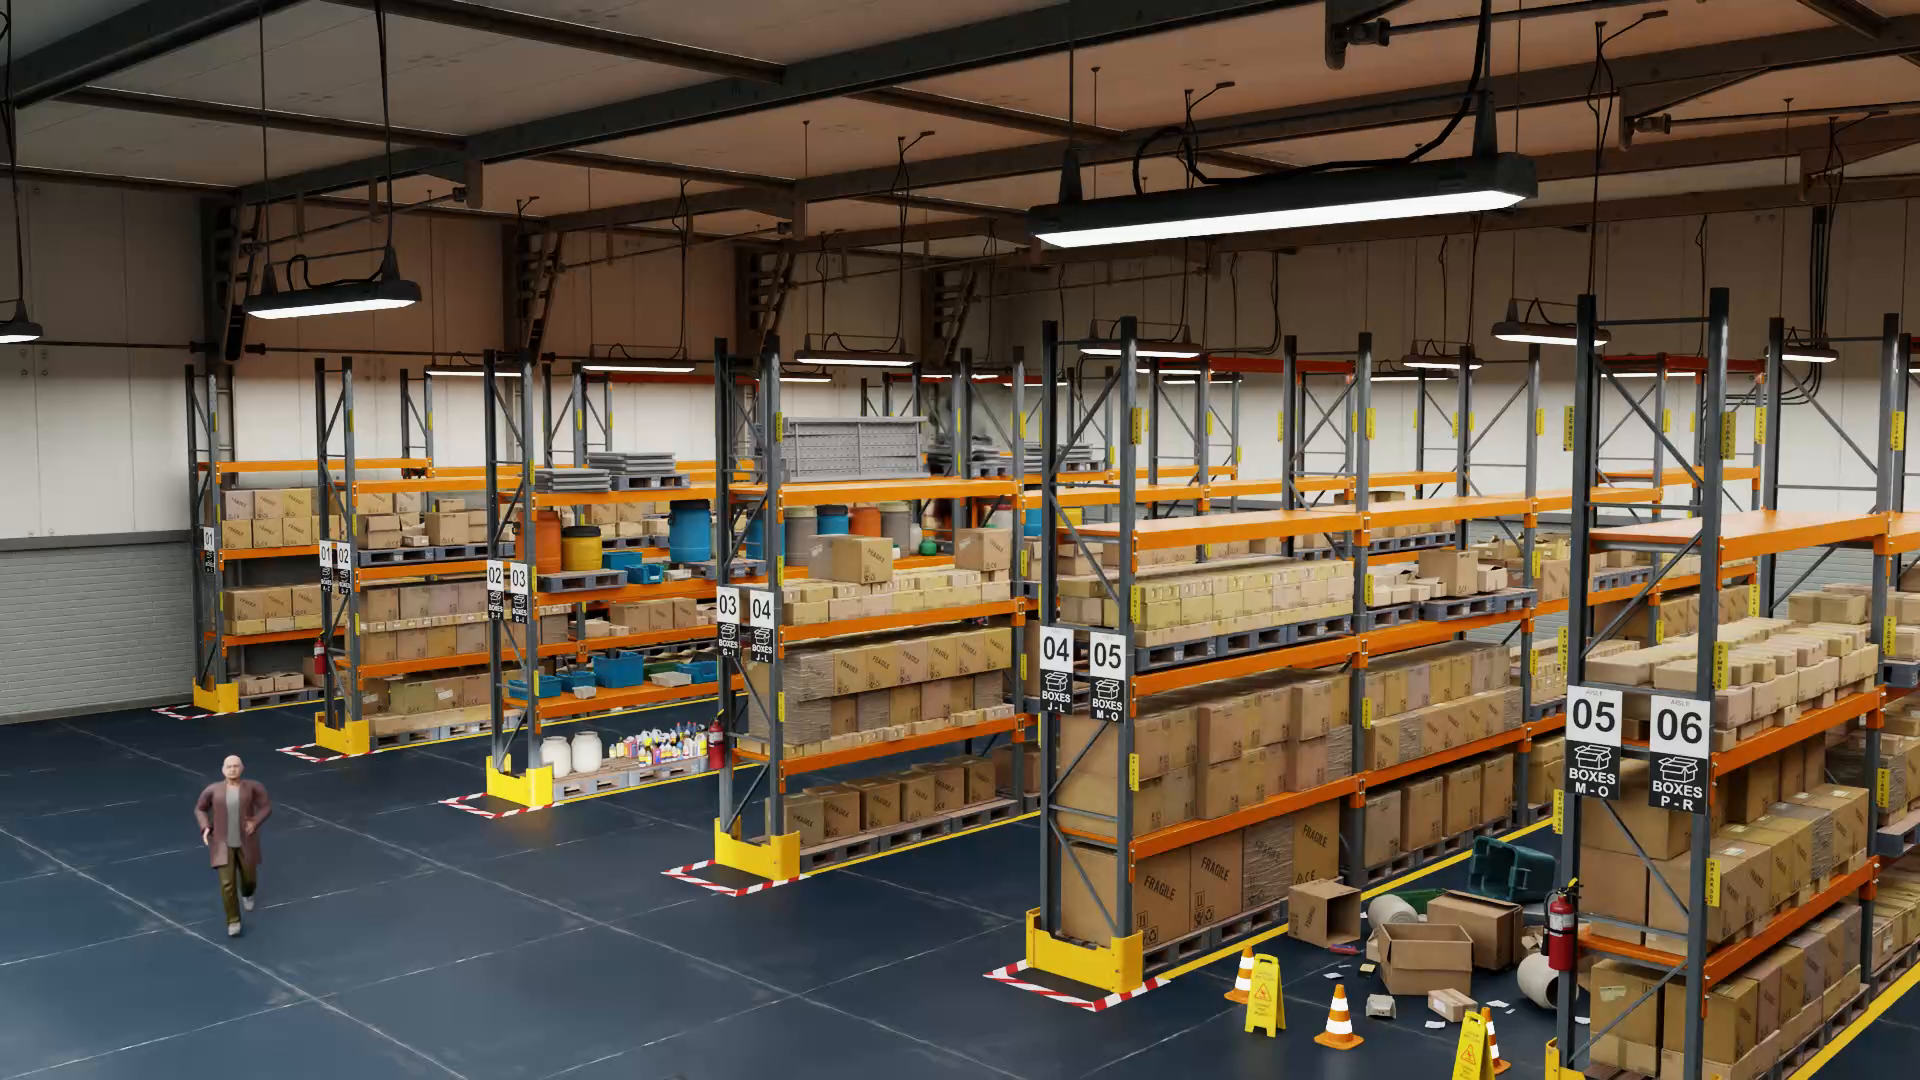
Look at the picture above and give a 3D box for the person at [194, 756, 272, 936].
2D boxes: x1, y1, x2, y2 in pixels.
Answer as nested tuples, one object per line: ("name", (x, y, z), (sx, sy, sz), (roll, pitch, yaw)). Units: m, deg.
("person", (-7.261, 3.023, 16.623), (0.715, 1.735, 0.762), (-2, 5, -22))
